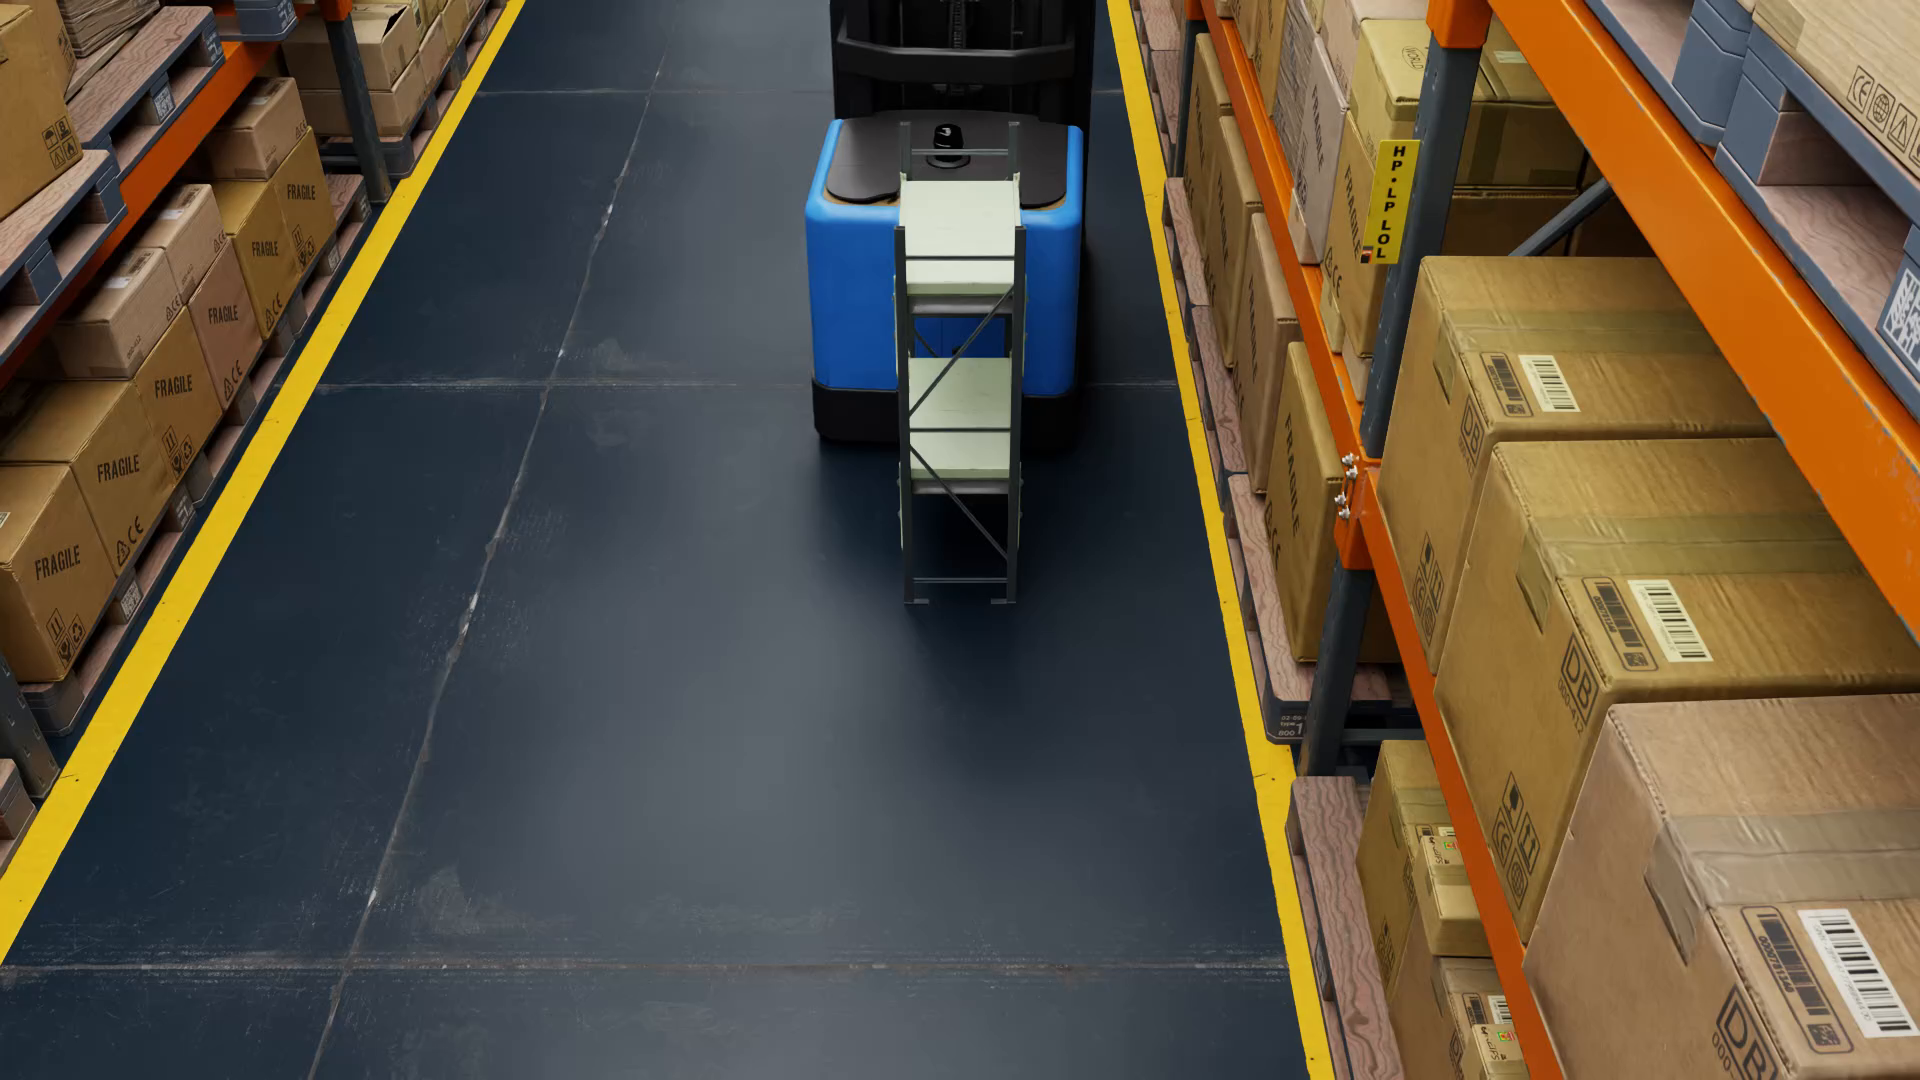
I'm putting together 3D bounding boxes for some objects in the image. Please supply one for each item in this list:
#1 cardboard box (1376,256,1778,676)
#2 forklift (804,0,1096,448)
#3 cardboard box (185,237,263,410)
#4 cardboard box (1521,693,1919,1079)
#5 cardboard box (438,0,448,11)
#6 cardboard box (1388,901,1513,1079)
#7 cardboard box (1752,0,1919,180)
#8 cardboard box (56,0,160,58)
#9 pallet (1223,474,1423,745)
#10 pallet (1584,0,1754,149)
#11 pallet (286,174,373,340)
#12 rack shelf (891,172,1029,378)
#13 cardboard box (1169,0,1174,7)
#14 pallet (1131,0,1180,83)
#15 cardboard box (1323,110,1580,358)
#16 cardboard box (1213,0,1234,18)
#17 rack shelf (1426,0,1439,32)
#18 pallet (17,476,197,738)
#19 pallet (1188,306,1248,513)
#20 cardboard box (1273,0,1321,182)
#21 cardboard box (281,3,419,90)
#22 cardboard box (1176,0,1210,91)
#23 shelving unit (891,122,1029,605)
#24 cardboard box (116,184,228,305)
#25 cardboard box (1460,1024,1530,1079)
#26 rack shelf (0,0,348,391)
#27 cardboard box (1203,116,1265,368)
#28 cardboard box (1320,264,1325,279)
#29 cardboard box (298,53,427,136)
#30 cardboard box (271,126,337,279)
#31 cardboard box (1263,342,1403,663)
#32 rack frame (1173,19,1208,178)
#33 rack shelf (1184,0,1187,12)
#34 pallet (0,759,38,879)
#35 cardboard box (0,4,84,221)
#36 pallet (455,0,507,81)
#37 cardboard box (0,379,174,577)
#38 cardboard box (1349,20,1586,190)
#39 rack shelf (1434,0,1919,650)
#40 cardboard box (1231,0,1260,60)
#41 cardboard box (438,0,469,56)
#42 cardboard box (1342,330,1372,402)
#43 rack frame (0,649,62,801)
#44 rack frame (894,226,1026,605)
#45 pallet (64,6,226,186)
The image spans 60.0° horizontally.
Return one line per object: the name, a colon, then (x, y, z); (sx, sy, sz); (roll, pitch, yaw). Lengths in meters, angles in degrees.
cardboard box: (1.563, -0.173, 3.827); (0.980, 0.700, 0.700); (1, 39, 1)
forklift: (0.027, -2.414, 6.918); (1.130, 2.935, 3.031); (2, 39, 3)
cardboard box: (-3.137, -0.850, 6.559); (0.500, 0.500, 0.500); (-1, 39, -2)
cardboard box: (1.569, 0.739, 2.690); (0.980, 0.700, 0.700); (-2, 39, -2)
cardboard box: (-3.094, -3.175, 9.228); (0.500, 0.311, 0.500); (-1, 39, -1)
cardboard box: (1.474, 1.198, 4.019); (0.700, 0.500, 0.500); (0, 39, -1)
cardboard box: (1.310, -0.638, 1.953); (0.500, 0.250, 0.500); (-1, 39, -1)
cardboard box: (-3.457, -2.128, 6.091); (0.700, 0.500, 0.500); (7, 39, 8)
pallet: (1.502, 0.211, 5.818); (1.003, 0.211, 1.213); (0, 39, 0)
pallet: (1.569, -1.019, 2.796); (1.003, 0.211, 1.213); (0, 39, 0)
pallet: (-3.417, -1.335, 7.748); (1.003, 0.211, 1.213); (0, 39, 0)
rack shelf: (0.000, -0.894, 5.542); (0.431, 0.370, 0.720); (0, 39, 0)
cardboard box: (1.597, -3.492, 9.855); (0.700, 0.500, 0.500); (0, 39, 0)
pallet: (1.576, -3.058, 9.897); (1.003, 0.211, 1.213); (0, 39, 0)
cardboard box: (1.326, -0.846, 4.574); (0.500, 0.500, 0.500); (-1, 39, -1)
cardboard box: (1.250, -2.276, 6.877); (0.380, 0.149, 0.250); (1, 39, 1)
rack shelf: (1.576, -2.536, 5.192); (1.077, 0.370, 4.000); (0, 39, 0)
pallet: (-3.414, 0.190, 5.844); (1.003, 0.211, 1.213); (0, 39, 0)
pallet: (1.498, -0.554, 6.773); (1.003, 0.211, 1.213); (0, 39, 0)
cardboard box: (1.323, -1.480, 5.364); (0.500, 0.500, 0.500); (0, 39, 0)
cardboard box: (-3.087, -2.528, 8.420); (0.500, 0.311, 0.500); (1, 39, 1)
cardboard box: (1.521, -2.543, 8.672); (0.700, 0.500, 0.500); (0, 39, 1)
shelving unit: (0.000, -0.589, 5.786); (0.431, 1.500, 0.755); (0, 39, 0)
cardboard box: (-3.135, -1.120, 6.296); (0.500, 0.250, 0.500); (-1, 39, -1)
cardboard box: (1.295, 1.172, 3.533); (0.380, 0.149, 0.250); (-1, 39, -1)
rack shelf: (-3.378, -1.359, 6.123); (1.077, 0.370, 4.000); (0, 39, 0)
cardboard box: (1.438, -1.214, 6.749); (0.750, 0.750, 0.750); (0, 39, 0)
cardboard box: (1.316, -0.836, 5.079); (0.380, 0.149, 0.250); (1, 39, 1)
cardboard box: (-3.087, -2.309, 8.596); (0.500, 0.250, 0.500); (0, 39, 0)
cardboard box: (-3.144, -1.502, 7.373); (0.500, 0.500, 0.500); (1, 39, 2)
cardboard box: (1.447, -0.126, 5.392); (0.750, 0.750, 0.750); (0, 39, 0)
rack frame: (1.574, -2.896, 7.466); (1.000, 3.000, 0.127); (0, 39, 0)
rack shelf: (1.571, -3.866, 9.251); (1.077, 0.370, 4.000); (0, 39, 0)
pallet: (-3.376, 1.129, 4.673); (1.003, 0.211, 1.213); (0, 39, 0)
cardboard box: (-3.217, -1.318, 5.081); (0.700, 0.500, 0.500); (6, 39, 7)
pallet: (-3.341, -3.078, 9.922); (1.003, 0.211, 1.213); (0, 39, 0)
cardboard box: (-3.144, -0.222, 5.775); (0.500, 0.500, 0.500); (0, 39, 1)
cardboard box: (1.322, -1.142, 4.343); (0.500, 0.250, 0.500); (1, 39, 1)
rack shelf: (1.580, -0.034, 2.071); (1.077, 0.370, 4.000); (0, 39, 0)
cardboard box: (1.309, -2.118, 6.160); (0.500, 0.500, 0.500); (0, 39, 0)
cardboard box: (-3.095, -2.949, 9.394); (0.500, 0.250, 0.500); (-1, 39, -1)
cardboard box: (1.295, -0.516, 4.680); (0.380, 0.149, 0.250); (0, 39, 0)
rack frame: (-3.375, -0.389, 4.337); (1.000, 3.000, 0.127); (0, 39, 0)
rack frame: (0.000, -0.361, 5.501); (0.400, 1.500, 0.023); (0, 39, 0)
pallet: (-3.373, -1.600, 6.001); (1.003, 0.211, 1.213); (0, 39, 0)
